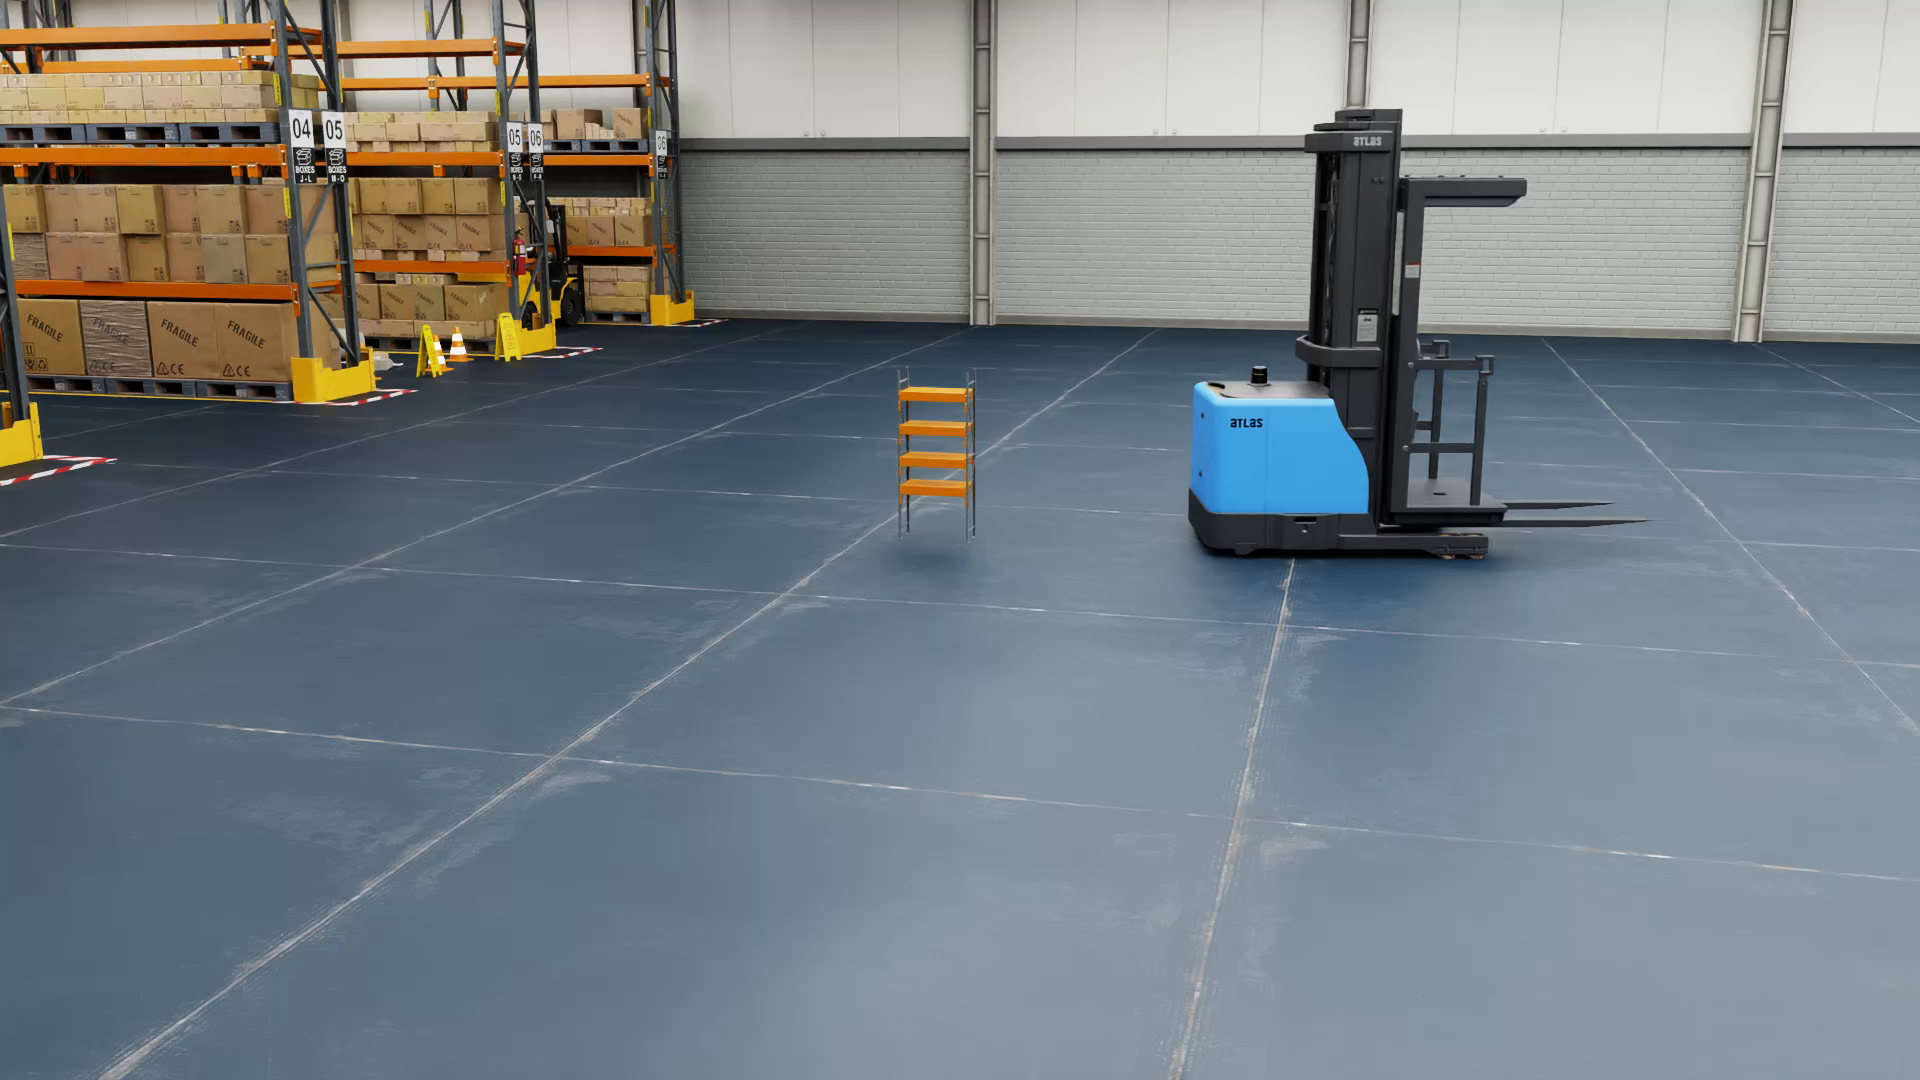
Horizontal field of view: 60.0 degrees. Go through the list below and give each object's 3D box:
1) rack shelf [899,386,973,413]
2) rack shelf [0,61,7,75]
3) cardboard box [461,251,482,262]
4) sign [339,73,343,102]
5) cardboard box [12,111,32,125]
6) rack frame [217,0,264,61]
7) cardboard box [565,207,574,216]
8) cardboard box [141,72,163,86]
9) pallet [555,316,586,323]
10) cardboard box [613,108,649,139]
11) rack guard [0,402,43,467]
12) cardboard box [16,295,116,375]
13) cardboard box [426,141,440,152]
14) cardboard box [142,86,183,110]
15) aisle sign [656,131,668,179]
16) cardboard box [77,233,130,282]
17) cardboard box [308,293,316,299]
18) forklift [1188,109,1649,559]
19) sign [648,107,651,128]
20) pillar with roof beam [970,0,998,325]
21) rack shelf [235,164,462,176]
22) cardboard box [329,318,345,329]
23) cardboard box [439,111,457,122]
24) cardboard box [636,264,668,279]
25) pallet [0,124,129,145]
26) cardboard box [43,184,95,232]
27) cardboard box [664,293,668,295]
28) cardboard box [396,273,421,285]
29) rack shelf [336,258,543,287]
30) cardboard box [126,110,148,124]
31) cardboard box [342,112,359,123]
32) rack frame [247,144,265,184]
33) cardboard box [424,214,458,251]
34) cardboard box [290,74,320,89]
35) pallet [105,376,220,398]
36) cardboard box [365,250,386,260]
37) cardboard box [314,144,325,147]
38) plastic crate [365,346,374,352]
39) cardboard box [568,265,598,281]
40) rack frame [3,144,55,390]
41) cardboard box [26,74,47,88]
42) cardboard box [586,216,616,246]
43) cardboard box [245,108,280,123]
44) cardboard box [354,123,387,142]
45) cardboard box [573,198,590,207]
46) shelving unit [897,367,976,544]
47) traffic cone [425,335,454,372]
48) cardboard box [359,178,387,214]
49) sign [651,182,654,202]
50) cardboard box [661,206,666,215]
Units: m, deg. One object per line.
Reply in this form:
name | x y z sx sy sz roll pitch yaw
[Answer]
rack shelf | -0.161 -0.978 11.557 0.480 0.148 0.258 3 13 14
rack shelf | -15.868 -7.081 25.459 4.000 0.370 1.077 3 13 14
cardboard box | -6.846 -4.022 23.515 0.250 0.149 0.380 3 13 13
sign | -7.108 -5.180 19.030 0.005 0.325 0.100 3 13 14
cardboard box | -10.606 -4.834 19.049 0.250 0.149 0.380 3 13 14
rack frame | -12.740 -8.568 29.576 0.127 3.000 1.000 3 13 14
cardboard box | -6.628 -5.610 28.366 0.250 0.149 0.380 3 13 14
cardboard box | -8.890 -5.131 18.548 0.250 0.149 0.380 3 13 13
pallet | -6.907 -3.957 29.083 1.213 0.211 1.003 3 13 14
cardboard box | -5.461 -6.963 27.835 0.500 0.500 0.500 3 13 15
rack guard | -8.607 -0.880 14.544 0.348 0.500 1.175 3 13 14
cardboard box | -10.536 -2.462 19.840 0.875 0.875 0.875 3 13 14
cardboard box | -7.302 -5.536 23.413 0.250 0.149 0.380 3 13 14
cardboard box | -8.762 -4.943 18.622 0.500 0.250 0.500 3 13 13
aisle sign | -4.980 -6.428 27.779 0.004 0.787 0.394 3 13 14
cardboard box | -9.734 -3.321 19.433 0.550 0.550 0.875 3 13 14
cardboard box | -9.534 -3.529 24.362 0.500 0.500 0.500 4 13 16
forklift | 3.172 -1.418 11.357 3.031 2.935 1.130 0 13 0
sign | -5.117 -6.969 27.431 0.005 0.325 0.100 3 13 14
pillar with roof beam | -0.640 -7.162 23.238 0.400 9.000 9.100 3 13 14
rack shelf | -10.799 -6.649 29.511 4.000 0.370 1.077 3 13 14
cardboard box | -9.013 -3.137 24.329 0.500 0.250 0.500 4 13 17
cardboard box | -7.051 -5.897 23.203 0.250 0.149 0.380 3 13 13
cardboard box | -5.395 -4.640 28.790 0.500 0.250 0.500 3 13 13
pallet | -10.339 -4.718 19.352 1.213 0.211 1.003 3 13 14
cardboard box | -10.219 -3.911 19.598 0.550 0.550 0.875 3 13 14
cardboard box | -5.403 -4.153 28.907 0.500 0.250 0.500 3 13 14
cardboard box | -7.870 -3.745 23.837 0.250 0.149 0.380 4 13 16
rack shelf | -8.101 -3.933 24.194 4.000 0.370 1.077 3 13 14
cardboard box | -9.131 -4.755 18.693 0.250 0.149 0.380 3 13 14
cardboard box | -8.537 -5.978 23.565 0.250 0.149 0.380 3 13 13
rack frame | -10.042 -4.388 24.584 0.127 3.000 1.000 3 13 14
cardboard box | -7.237 -4.371 23.593 0.500 0.500 0.500 3 13 14
cardboard box | -7.495 -5.203 18.873 0.250 0.149 0.380 3 13 14
pallet | -9.223 -1.861 19.636 1.213 0.211 1.003 3 13 14
cardboard box | -8.322 -4.106 23.893 0.250 0.149 0.380 3 13 13
cardboard box | -9.057 -5.625 23.818 0.250 0.149 0.380 3 13 15
plastic crate | -8.715 -2.708 23.756 0.583 0.080 0.402 -1 13 -6
cardboard box | -6.485 -4.582 28.533 0.500 0.250 0.500 3 13 14
rack frame | -11.130 -3.341 19.869 0.127 3.000 1.000 3 13 14
cardboard box | -10.365 -5.210 18.903 0.250 0.149 0.380 3 13 13
cardboard box | -6.016 -5.272 28.340 0.500 0.500 0.500 3 13 15
cardboard box | -7.651 -4.675 18.336 0.250 0.149 0.380 3 13 13
cardboard box | -8.204 -5.764 23.524 0.500 0.250 0.500 3 13 14
cardboard box | -6.382 -5.742 28.273 0.250 0.149 0.380 3 13 15
shelving unit | -0.161 -0.594 11.643 0.503 1.200 0.258 3 13 14
traffic cone | -6.821 -2.441 21.670 0.334 0.463 0.336 3 13 14
cardboard box | -8.168 -4.931 23.806 0.500 0.500 0.700 3 13 13
sign | -5.117 -5.792 27.692 0.005 0.325 0.100 3 13 14
cardboard box | -5.240 -5.662 28.598 0.250 0.149 0.380 3 13 12
